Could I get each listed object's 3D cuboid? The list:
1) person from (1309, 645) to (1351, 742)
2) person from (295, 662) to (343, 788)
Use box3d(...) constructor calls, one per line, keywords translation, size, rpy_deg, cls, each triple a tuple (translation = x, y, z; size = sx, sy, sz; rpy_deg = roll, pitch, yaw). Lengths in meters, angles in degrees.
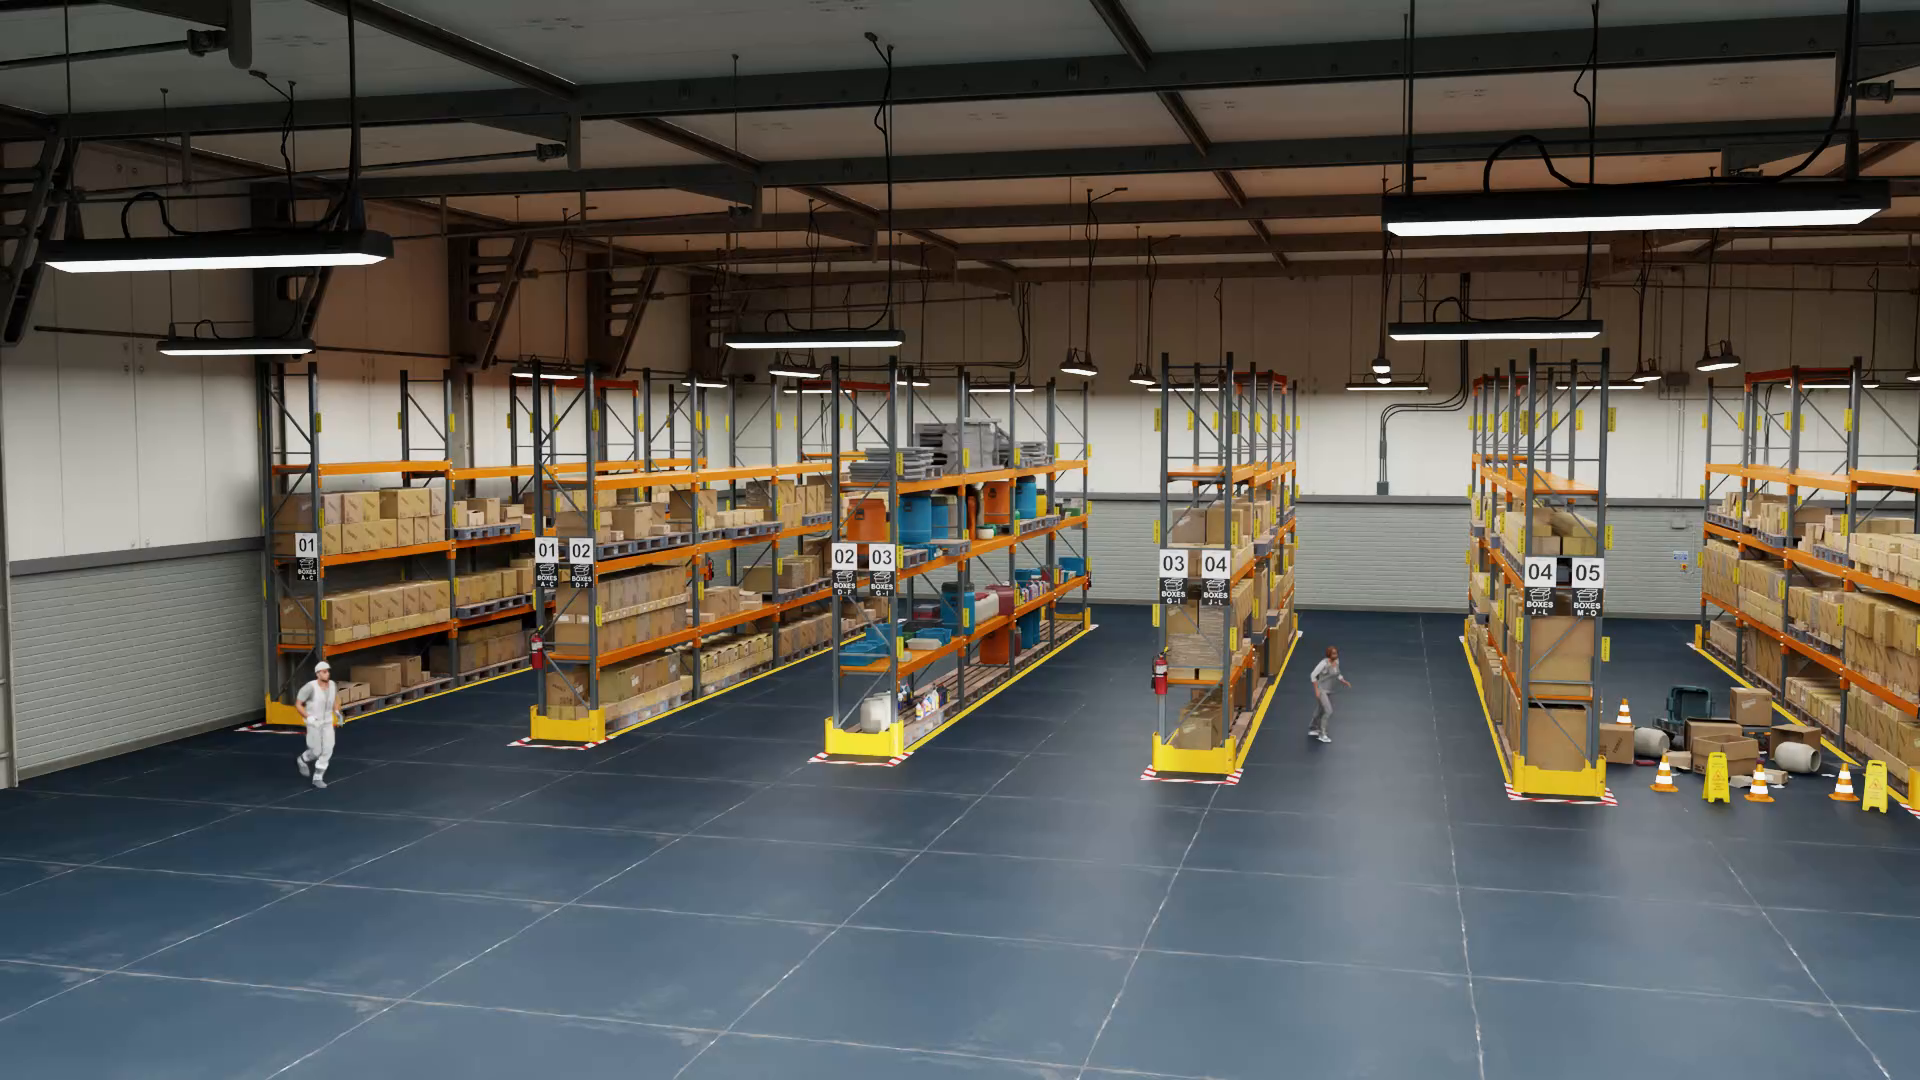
box3d(translation=(5.800, 2.399, 26.233), size=(0.766, 1.535, 0.608), rpy_deg=(4, 5, 43), cls="person")
box3d(translation=(-8.947, 2.535, 23.038), size=(0.726, 1.744, 0.669), rpy_deg=(3, 5, 35), cls="person")
